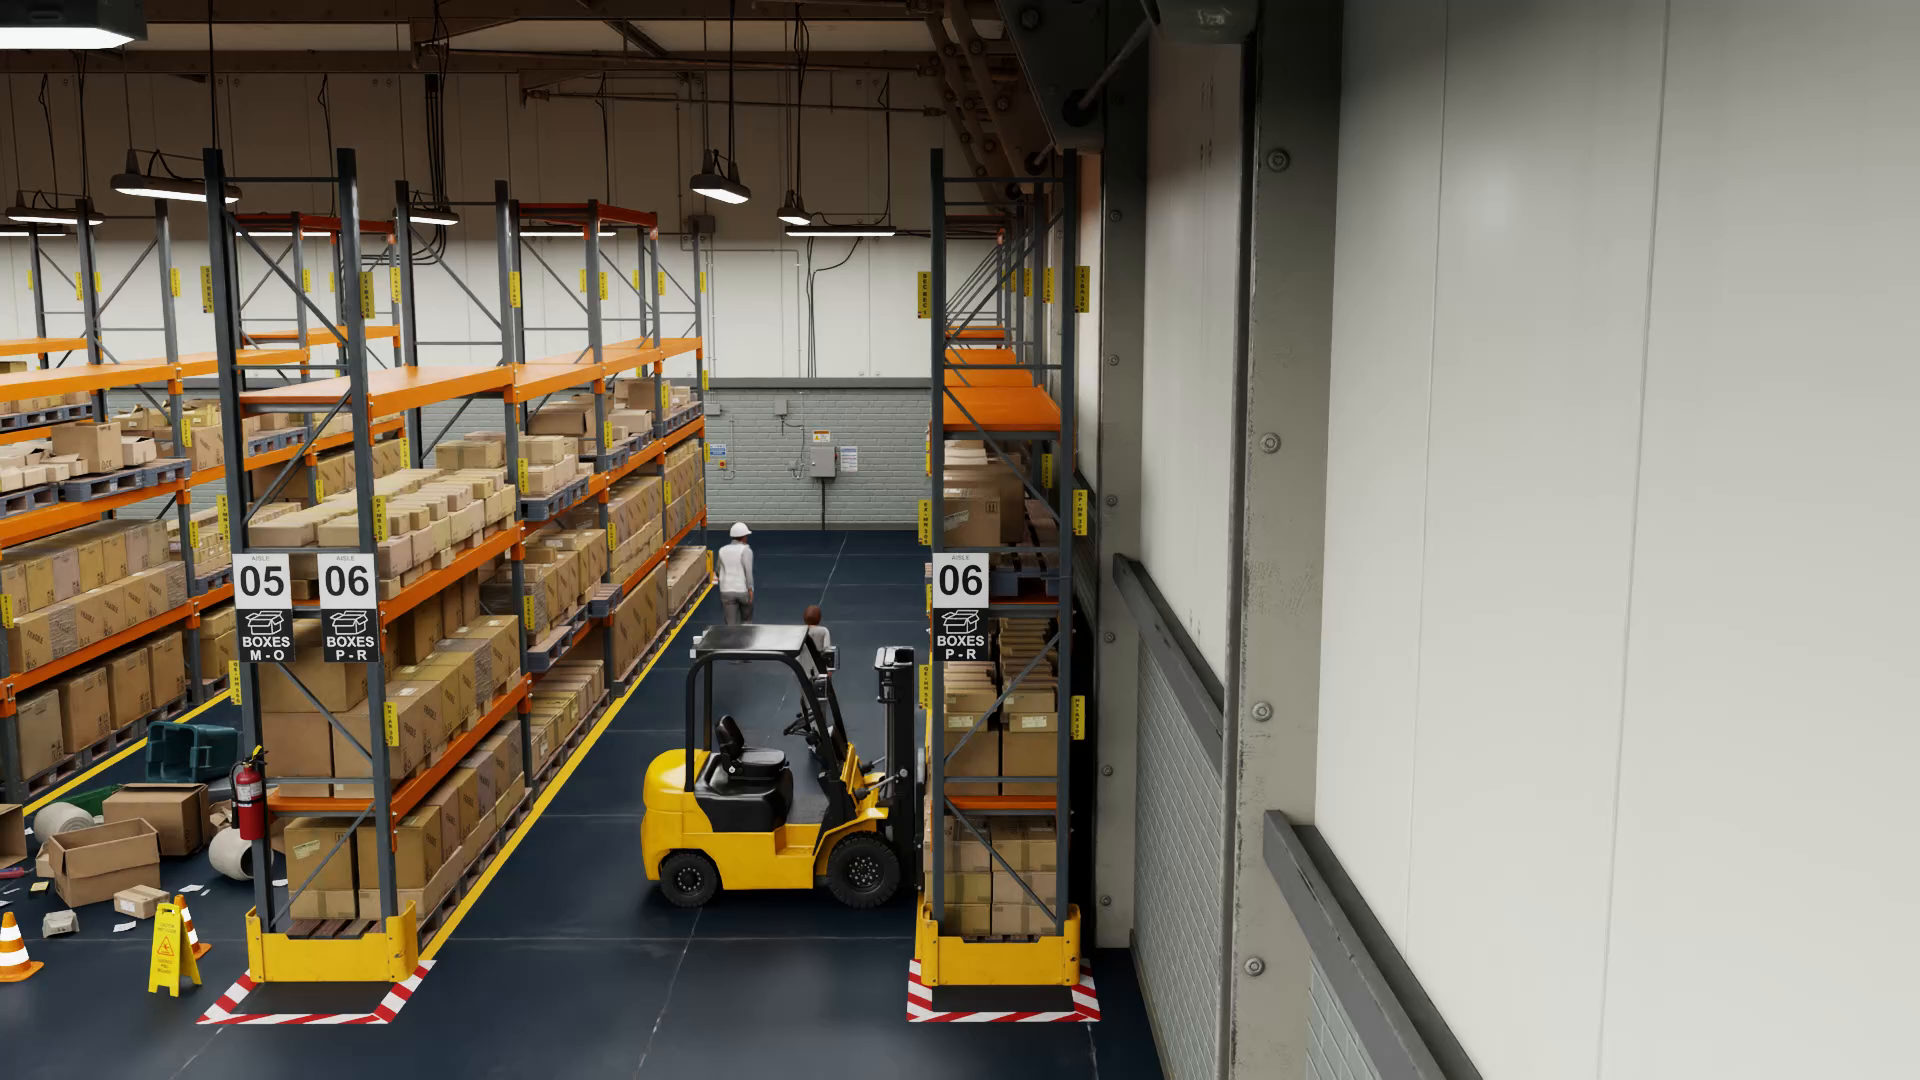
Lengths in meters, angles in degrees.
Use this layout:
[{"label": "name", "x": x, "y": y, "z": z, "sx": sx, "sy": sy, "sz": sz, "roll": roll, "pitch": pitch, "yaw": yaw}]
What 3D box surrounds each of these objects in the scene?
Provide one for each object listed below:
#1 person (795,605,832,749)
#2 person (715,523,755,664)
[{"label": "person", "x": -1.612, "y": 1.497, "z": 18.209, "sx": 0.413, "sy": 1.544, "sz": 0.841, "roll": -2, "pitch": 9, "yaw": -11}, {"label": "person", "x": -2.855, "y": 0.709, "z": 21.083, "sx": 0.515, "sy": 1.844, "sz": 0.781, "roll": 0, "pitch": 9, "yaw": -3}]
